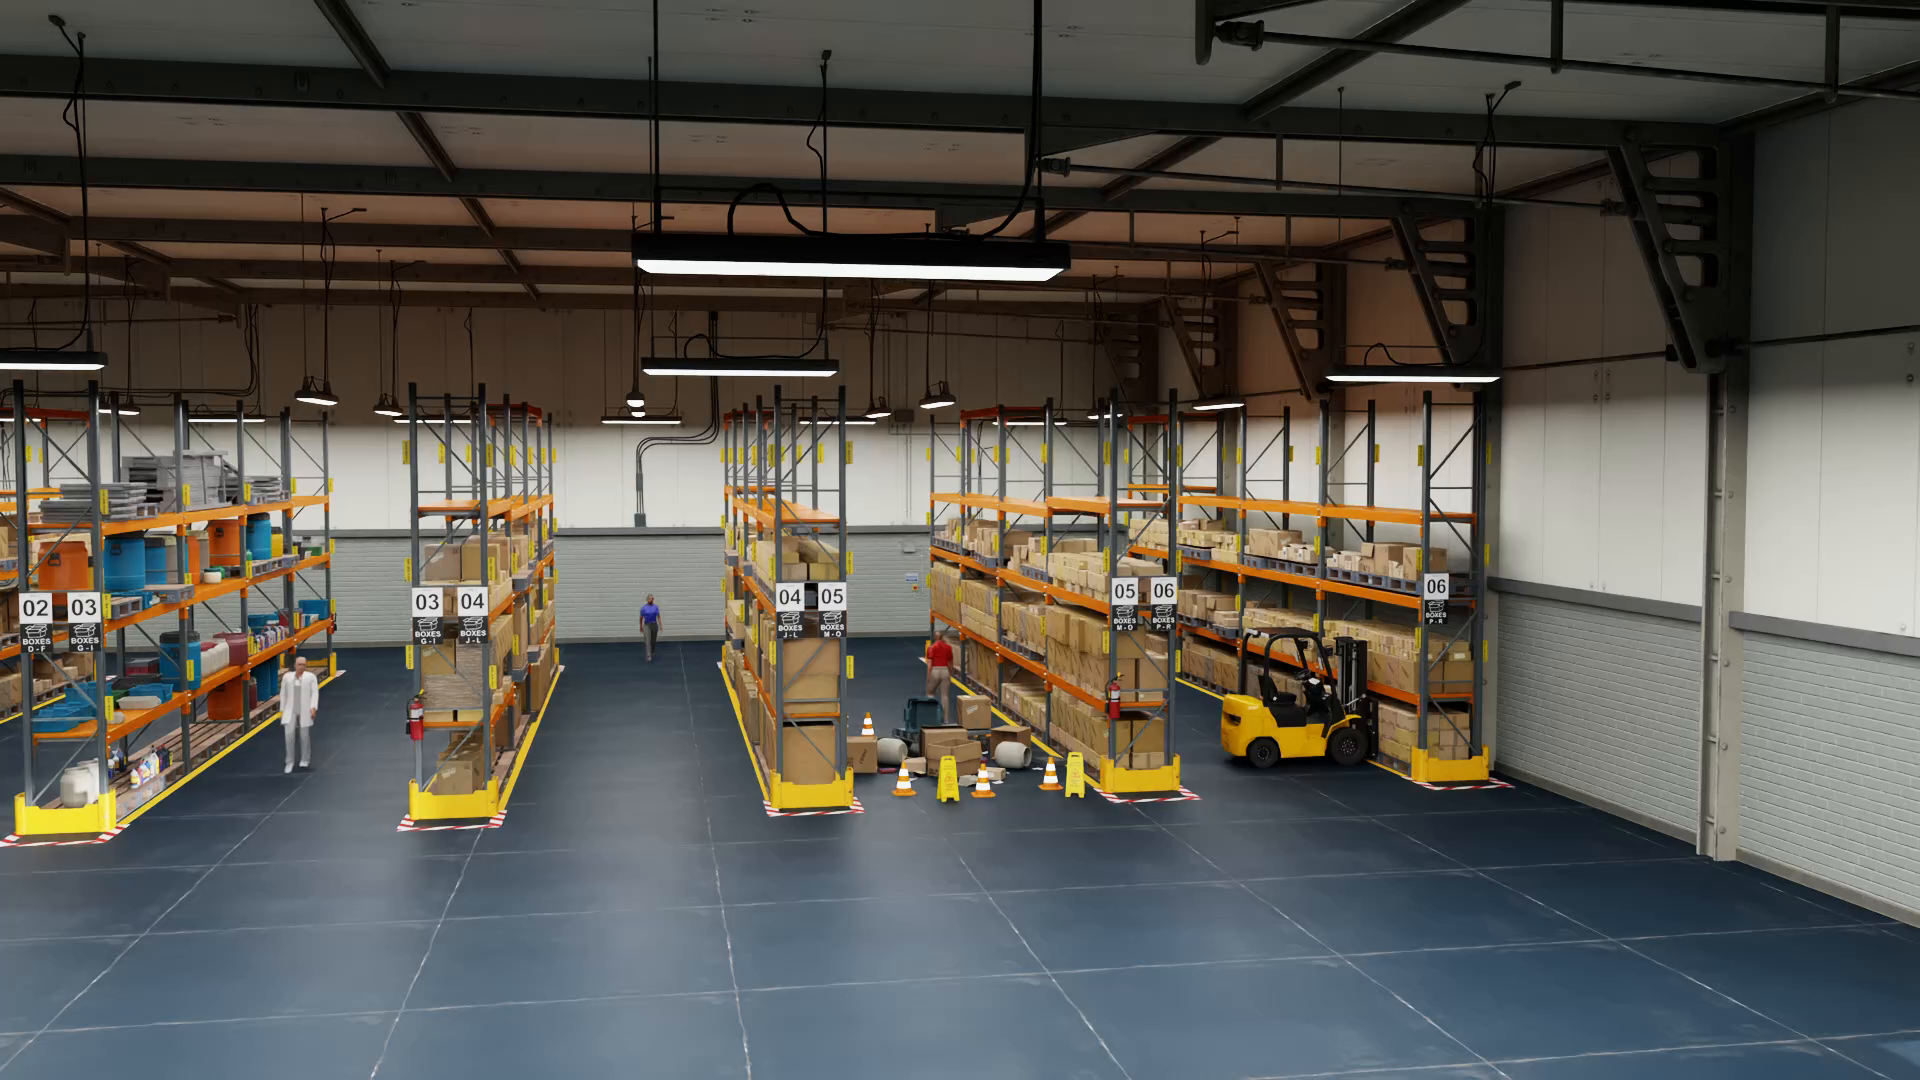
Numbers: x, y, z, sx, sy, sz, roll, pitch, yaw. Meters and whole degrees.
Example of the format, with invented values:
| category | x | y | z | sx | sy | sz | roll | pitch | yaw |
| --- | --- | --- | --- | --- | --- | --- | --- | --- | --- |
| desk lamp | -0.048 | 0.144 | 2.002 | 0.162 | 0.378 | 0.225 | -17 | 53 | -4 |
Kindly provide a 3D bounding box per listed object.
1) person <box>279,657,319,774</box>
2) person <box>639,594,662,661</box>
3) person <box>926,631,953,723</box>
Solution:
| category | x | y | z | sx | sy | sz | roll | pitch | yaw |
| --- | --- | --- | --- | --- | --- | --- | --- | --- | --- |
| person | -10.571 | 2.787 | 26.554 | 0.607 | 1.814 | 0.739 | -1 | 3 | -16 |
| person | -7.557 | 2.133 | 40.647 | 0.540 | 1.580 | 1.012 | -1 | 3 | -14 |
| person | -0.389 | 2.593 | 31.141 | 0.577 | 1.777 | 0.603 | -1 | 3 | -22 |
